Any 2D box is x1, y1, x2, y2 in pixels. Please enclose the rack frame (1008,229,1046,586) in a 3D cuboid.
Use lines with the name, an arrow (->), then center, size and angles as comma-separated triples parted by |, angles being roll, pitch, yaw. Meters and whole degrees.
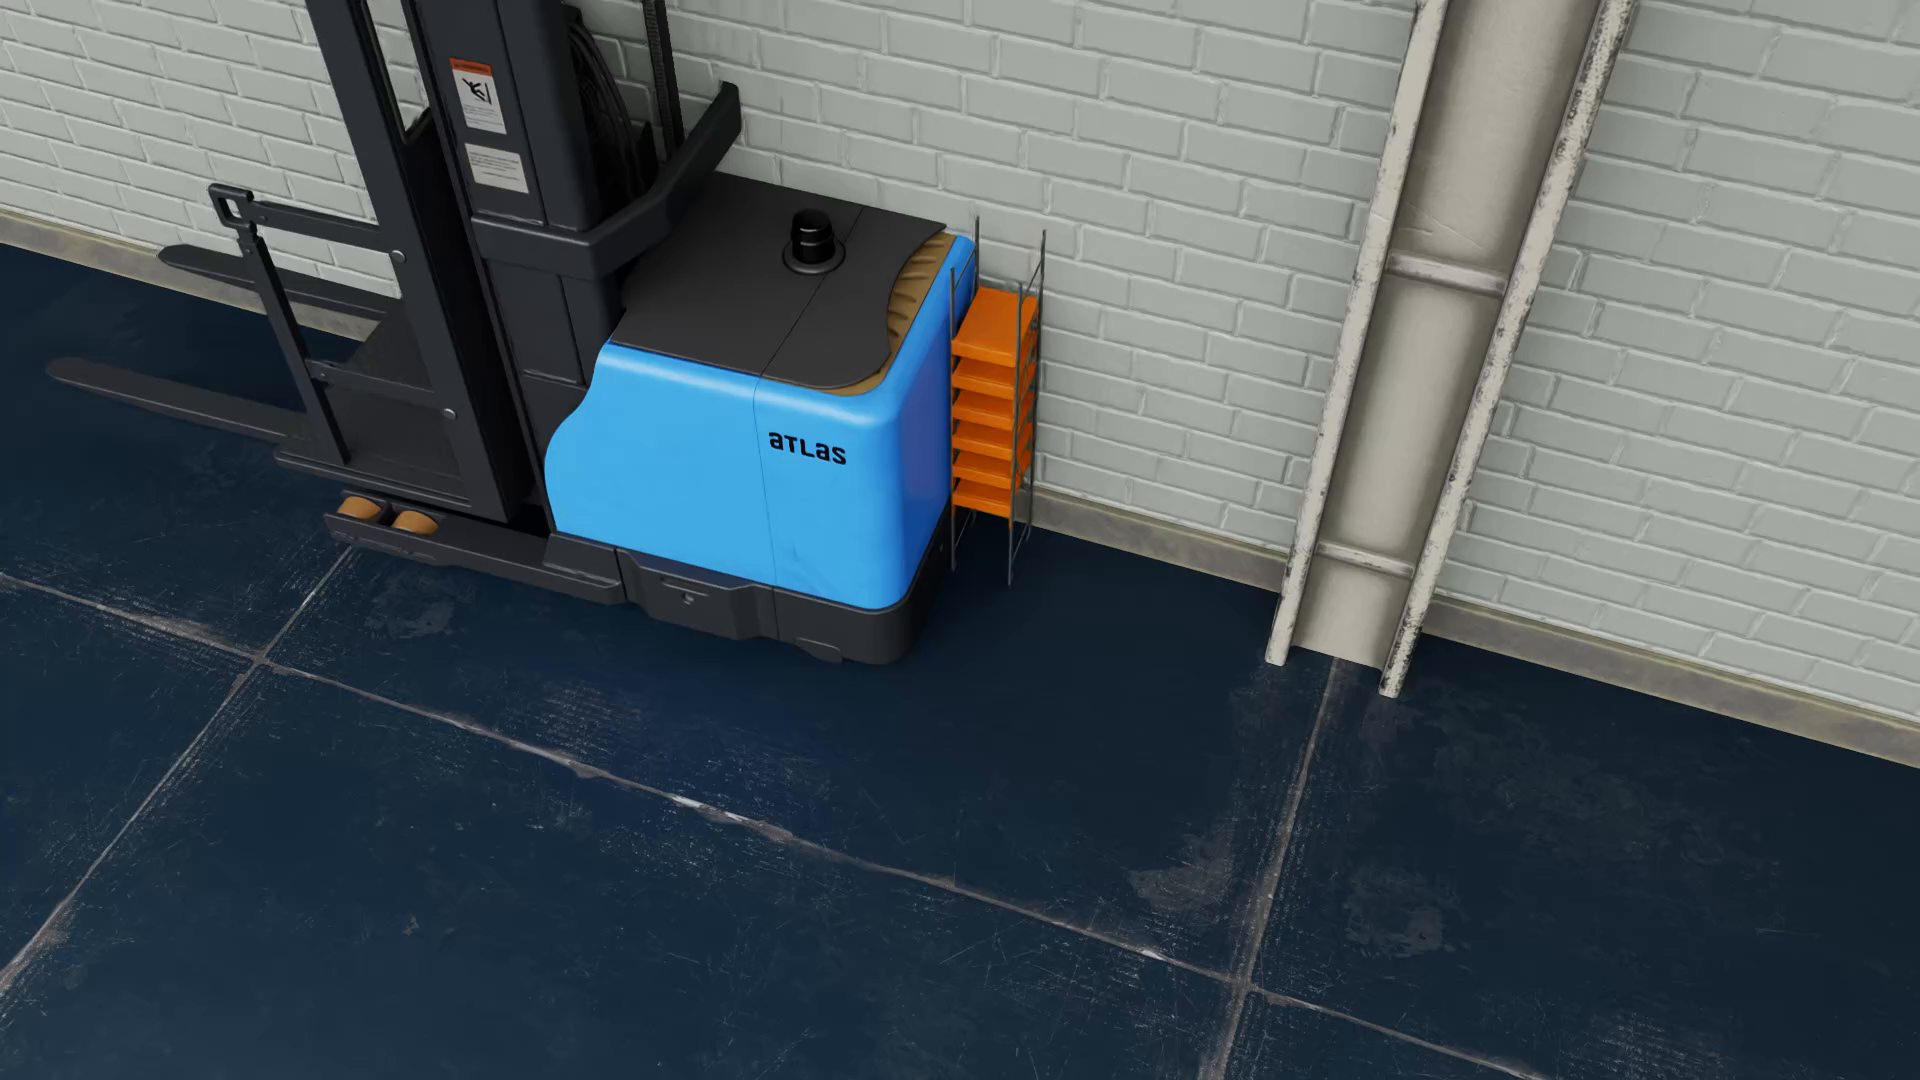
rack frame -> 0.187, -0.337, 4.748 | 0.006, 1.200, 0.240 | 14, 50, 12

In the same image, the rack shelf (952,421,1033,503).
rack shelf -> 0.100, -0.251, 4.891 | 0.180, 0.103, 0.258 | 14, 50, 12

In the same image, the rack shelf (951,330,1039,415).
rack shelf -> 0.100, -0.487, 4.619 | 0.180, 0.103, 0.258 | 14, 50, 12

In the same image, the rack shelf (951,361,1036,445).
rack shelf -> 0.100, -0.408, 4.710 | 0.180, 0.103, 0.258 | 14, 50, 12

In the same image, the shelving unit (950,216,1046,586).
shelving unit -> 0.100, -0.359, 4.767 | 0.189, 1.200, 0.258 | 14, 50, 12

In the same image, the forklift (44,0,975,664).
forklift -> -1.453, -1.257, 4.400 | 3.031, 2.935, 1.130 | 14, 50, 12

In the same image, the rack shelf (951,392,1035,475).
rack shelf -> 0.100, -0.330, 4.800 | 0.180, 0.103, 0.258 | 14, 50, 12

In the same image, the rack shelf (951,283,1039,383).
rack shelf -> 0.100, -0.565, 4.528 | 0.180, 0.103, 0.258 | 14, 50, 12

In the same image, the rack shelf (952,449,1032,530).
rack shelf -> 0.100, -0.172, 4.982 | 0.180, 0.103, 0.258 | 14, 50, 12

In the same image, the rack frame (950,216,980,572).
rack frame -> 0.013, -0.380, 4.785 | 0.006, 1.200, 0.240 | 14, 50, 12
